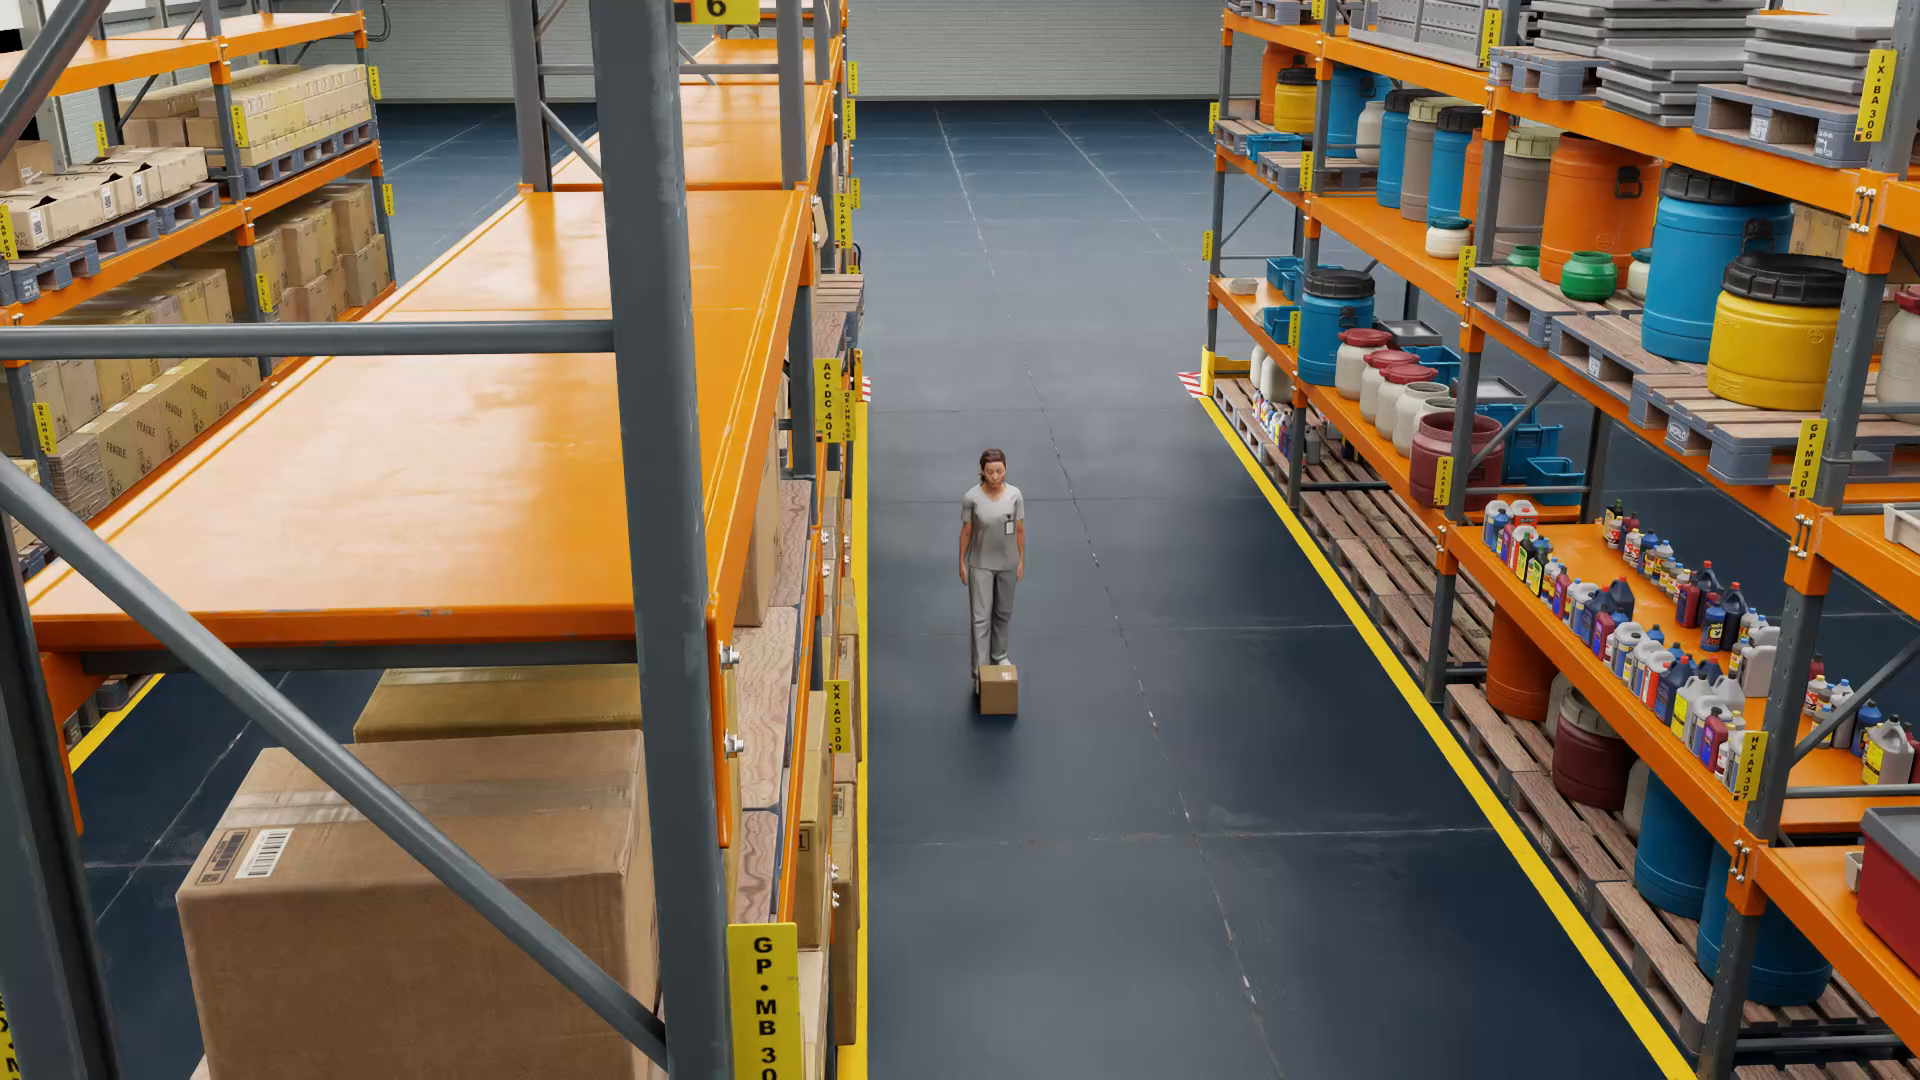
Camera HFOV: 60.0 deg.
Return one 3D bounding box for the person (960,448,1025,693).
[{"bbox_3d":[0.238,0.199,11.356,0.462,1.662,0.663,-3,21,-9],"label":"person"}]
